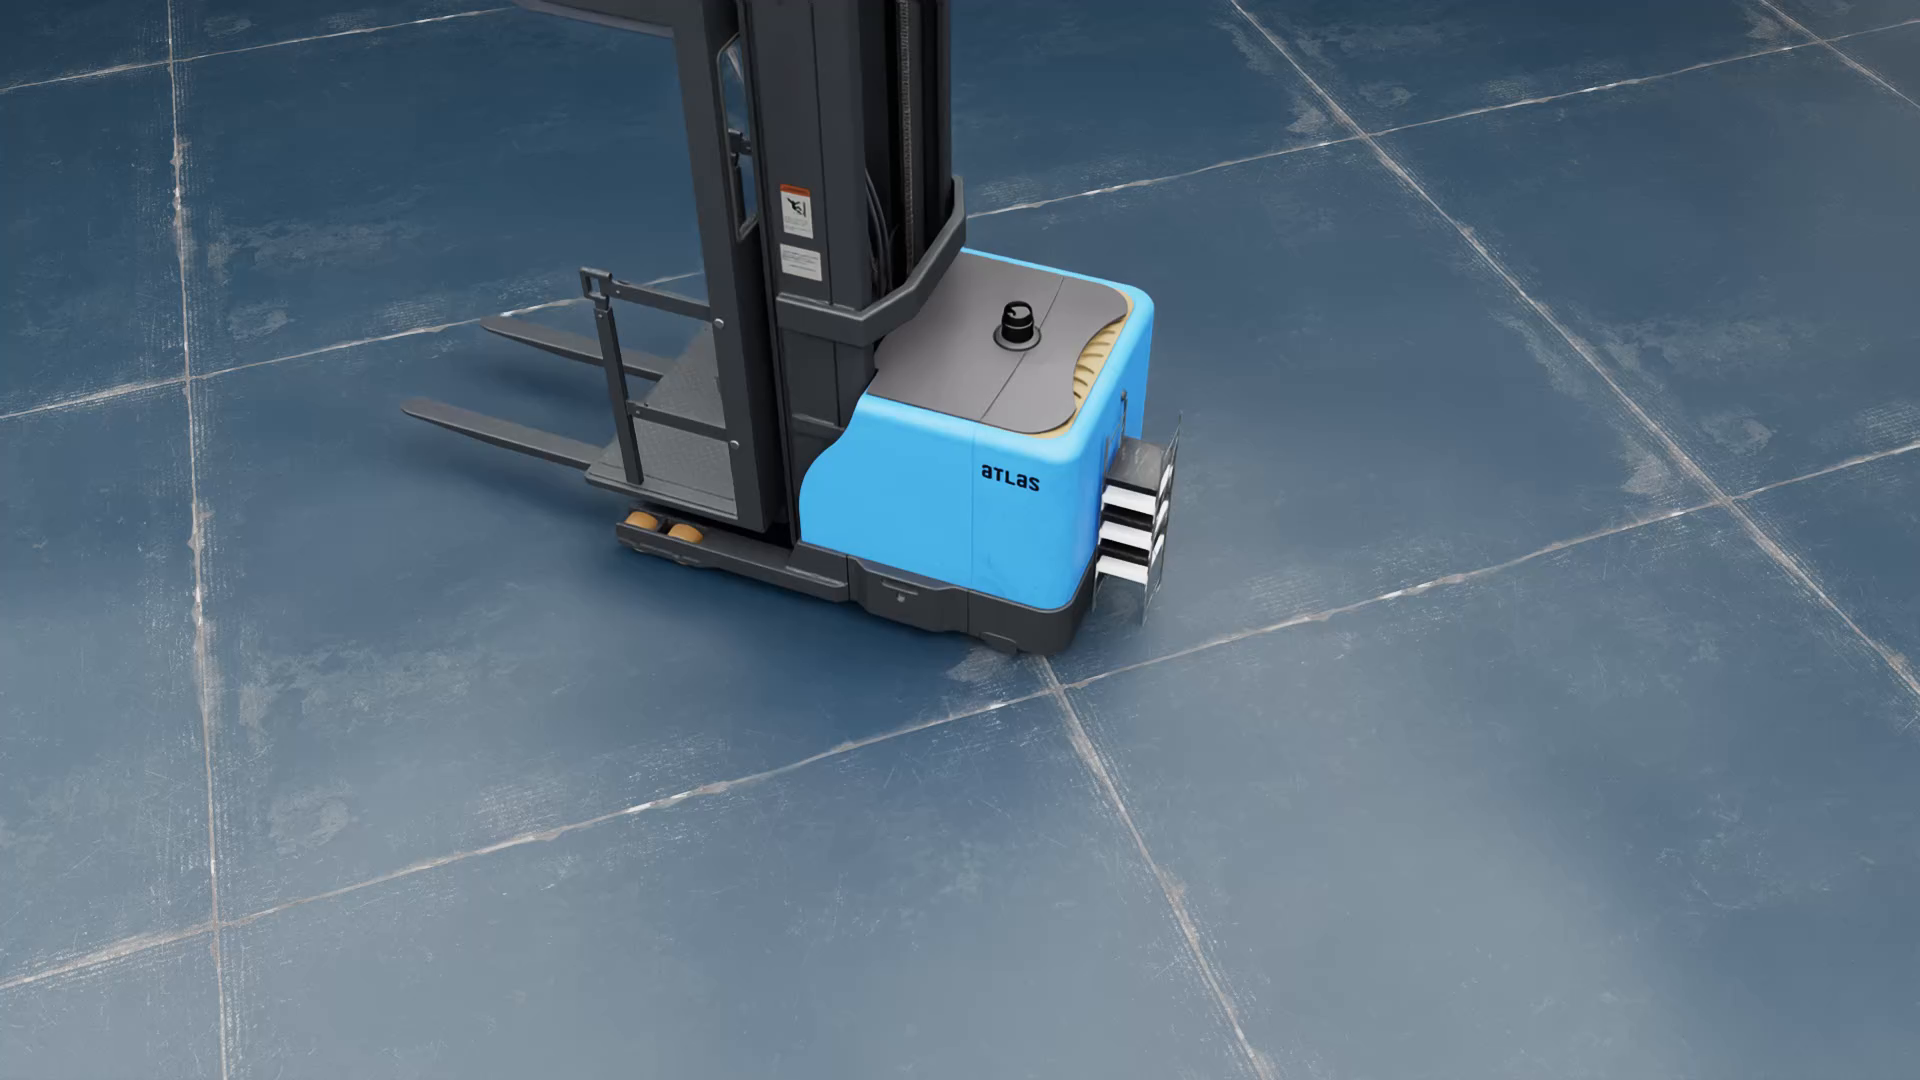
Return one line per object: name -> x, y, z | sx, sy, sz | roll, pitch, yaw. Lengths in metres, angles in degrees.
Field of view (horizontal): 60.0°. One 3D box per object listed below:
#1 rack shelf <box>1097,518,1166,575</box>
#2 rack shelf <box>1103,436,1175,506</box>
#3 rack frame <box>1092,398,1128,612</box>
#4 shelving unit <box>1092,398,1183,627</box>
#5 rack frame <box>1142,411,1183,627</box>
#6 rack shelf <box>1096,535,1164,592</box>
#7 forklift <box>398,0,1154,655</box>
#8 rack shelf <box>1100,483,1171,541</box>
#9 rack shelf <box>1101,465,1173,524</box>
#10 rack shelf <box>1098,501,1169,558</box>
rack shelf -> 0.653, -0.002, 6.291 | 0.200, 0.077, 0.258 | 16, 47, 15
rack shelf -> 0.653, -0.256, 6.036 | 0.200, 0.077, 0.258 | 16, 47, 15
rack frame -> 0.559, -0.116, 6.230 | 0.006, 0.900, 0.240 | 16, 47, 15
shelving unit -> 0.653, -0.089, 6.204 | 0.210, 0.900, 0.258 | 16, 47, 15
rack frame -> 0.748, -0.063, 6.177 | 0.006, 0.900, 0.240 | 16, 47, 15
rack shelf -> 0.653, 0.061, 6.355 | 0.200, 0.077, 0.258 | 16, 47, 15
forklift -> -0.835, -1.267, 5.943 | 3.031, 2.935, 1.130 | 16, 47, 15
rack shelf -> 0.653, -0.129, 6.163 | 0.200, 0.077, 0.258 | 16, 47, 15
rack shelf -> 0.653, -0.193, 6.100 | 0.200, 0.077, 0.258 | 16, 47, 15
rack shelf -> 0.653, -0.066, 6.227 | 0.200, 0.077, 0.258 | 16, 47, 15
